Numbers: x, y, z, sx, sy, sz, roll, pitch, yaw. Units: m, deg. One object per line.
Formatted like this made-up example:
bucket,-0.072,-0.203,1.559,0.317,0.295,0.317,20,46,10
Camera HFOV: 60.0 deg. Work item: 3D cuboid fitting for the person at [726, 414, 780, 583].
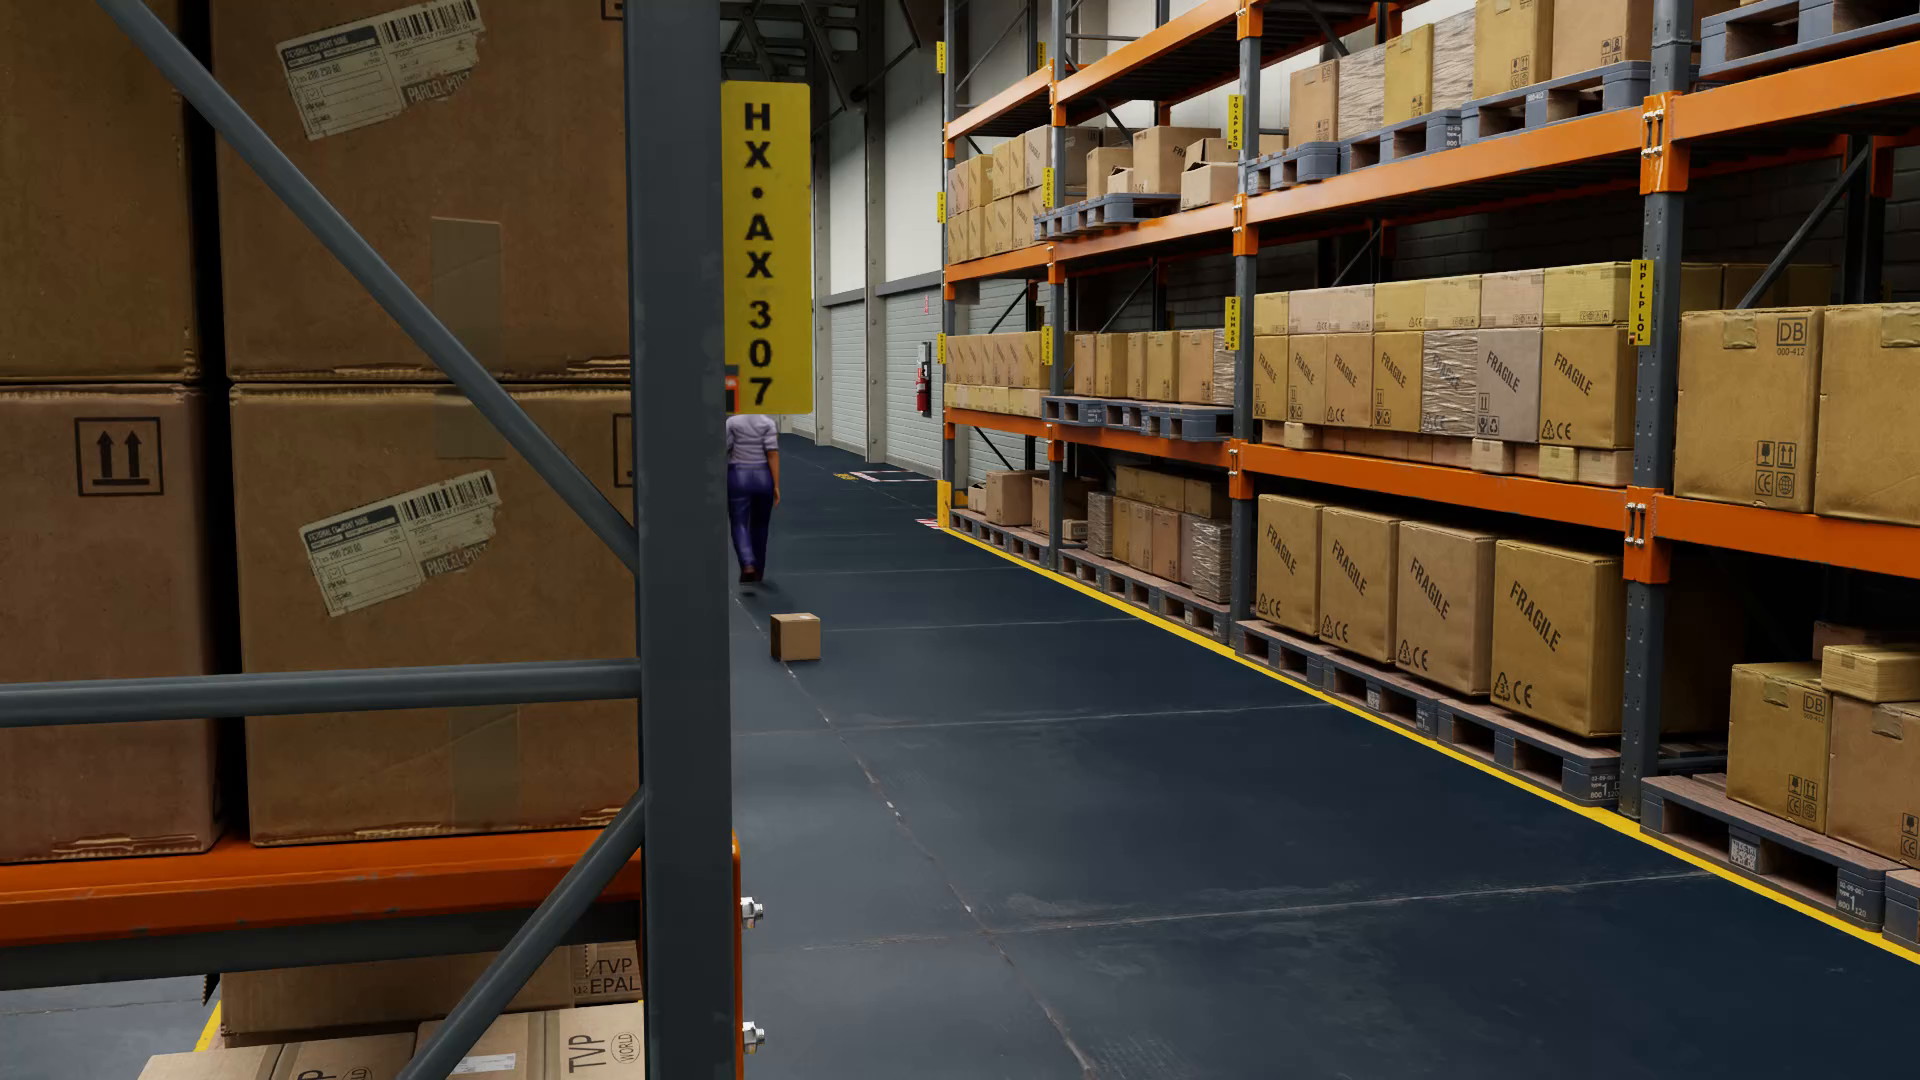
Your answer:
person,-1.699,-0.442,13.280,0.496,1.598,0.965,-2,6,-16
